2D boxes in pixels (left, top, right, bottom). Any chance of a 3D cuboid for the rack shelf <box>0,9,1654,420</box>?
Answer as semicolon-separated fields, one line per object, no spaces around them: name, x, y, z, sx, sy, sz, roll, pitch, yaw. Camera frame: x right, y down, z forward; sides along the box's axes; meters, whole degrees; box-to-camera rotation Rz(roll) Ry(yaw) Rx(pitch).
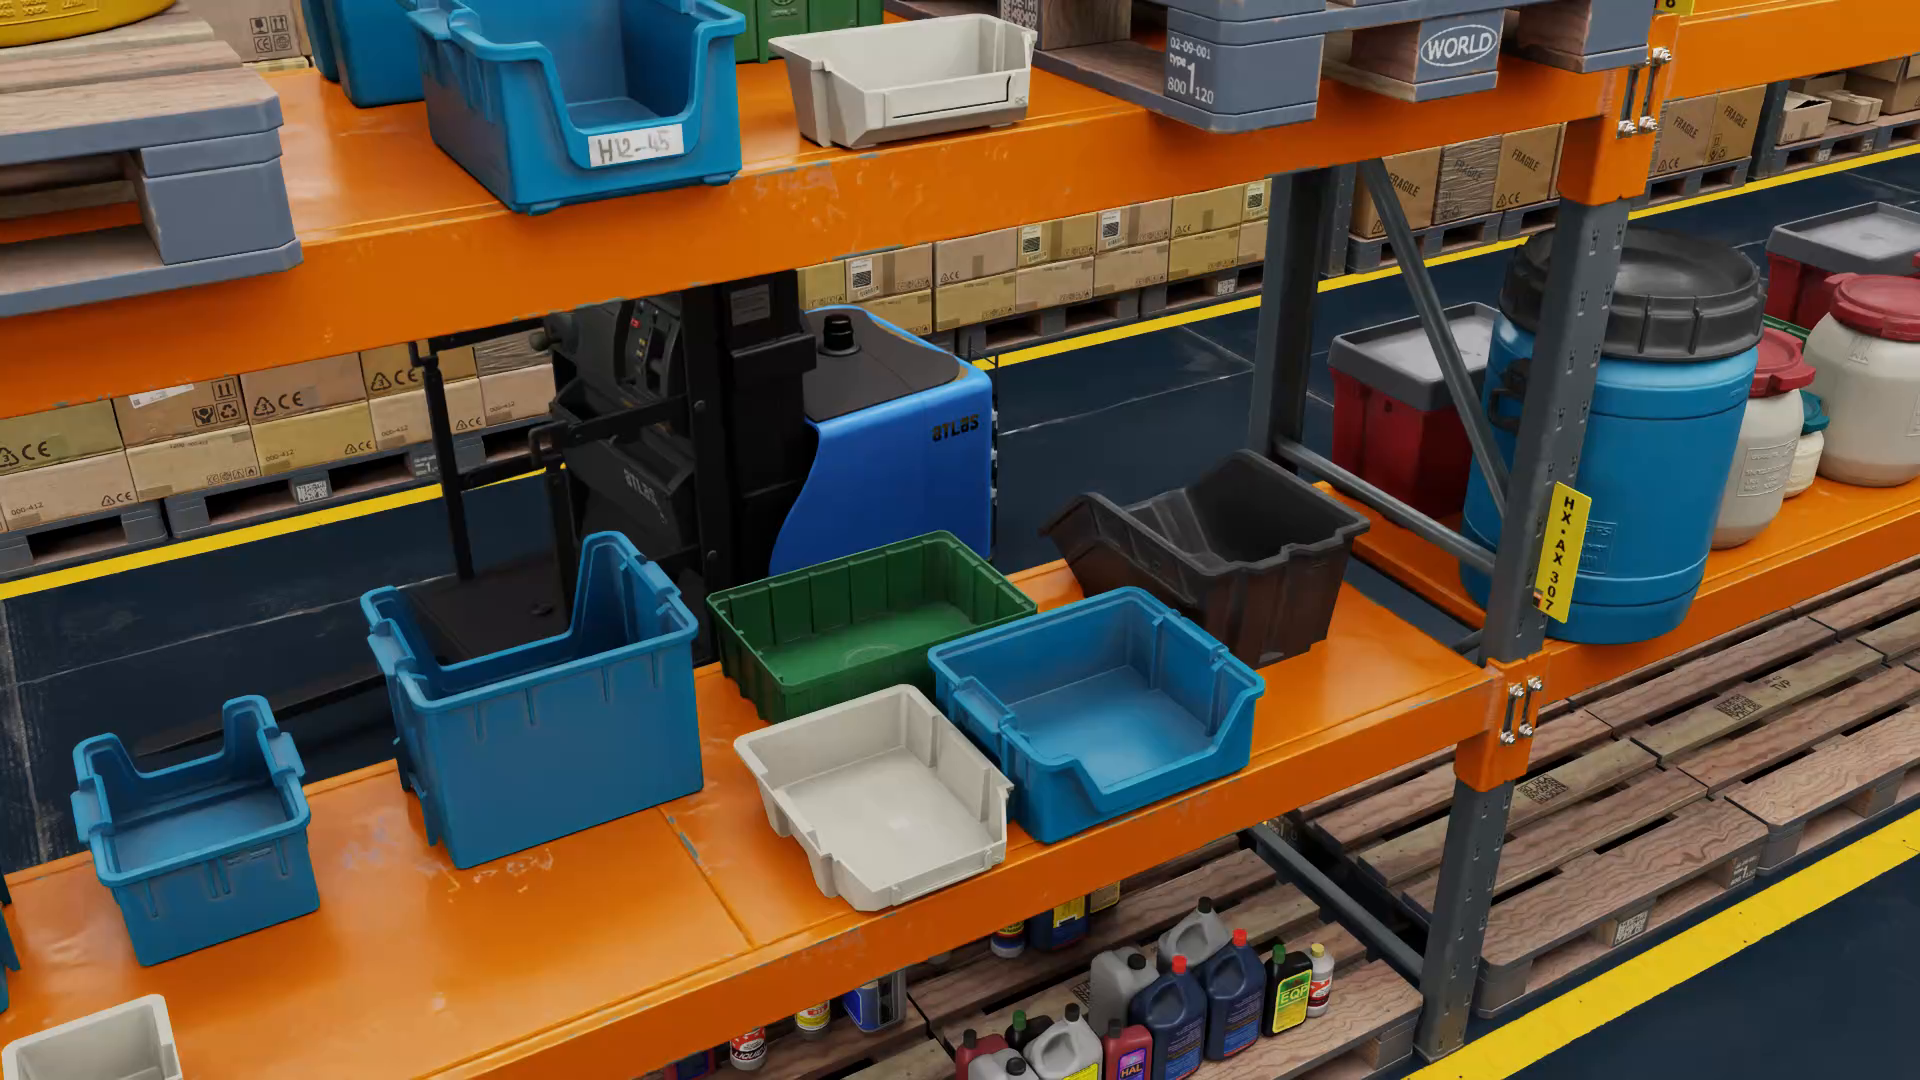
rack shelf;-0.619;-0.589;2.853;4.000;0.370;1.077;-16;33;-26

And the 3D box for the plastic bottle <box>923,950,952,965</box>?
plastic bottle;-0.072;1.044;4.622;0.097;0.271;0.097;0;29;0

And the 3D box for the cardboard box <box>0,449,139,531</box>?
cardboard box;-3.845;-0.308;7.115;0.500;0.250;0.500;-16;33;-26

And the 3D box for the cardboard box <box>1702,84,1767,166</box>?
cardboard box;5.216;-2.961;11.643;0.500;0.500;0.500;-16;33;-27

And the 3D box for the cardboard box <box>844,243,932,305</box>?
cardboard box;-0.484;-1.488;8.673;0.500;0.311;0.500;-16;33;-27

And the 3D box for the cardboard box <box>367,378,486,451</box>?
cardboard box;-2.550;-0.673;7.777;0.500;0.250;0.500;-16;33;-26

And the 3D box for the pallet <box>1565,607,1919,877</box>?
pallet;2.816;0.632;5.887;1.213;0.211;1.003;-16;33;-26

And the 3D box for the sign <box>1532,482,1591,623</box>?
sign;1.374;0.030;3.804;0.005;0.325;0.100;-16;33;-26

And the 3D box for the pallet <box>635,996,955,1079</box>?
pallet;-0.548;1.588;4.154;1.213;0.211;1.003;-16;33;-26

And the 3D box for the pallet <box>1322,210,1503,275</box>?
pallet;2.711;-2.070;10.782;1.213;0.211;1.003;-16;33;-26

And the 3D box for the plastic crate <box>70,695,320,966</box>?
plastic crate;-1.501;0.560;3.284;0.408;0.251;0.499;-16;33;-26

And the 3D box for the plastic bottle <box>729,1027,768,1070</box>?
plastic bottle;-0.552;1.262;4.299;0.097;0.201;0.097;0;29;0

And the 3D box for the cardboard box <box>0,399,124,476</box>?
cardboard box;-3.845;-0.636;6.932;0.500;0.500;0.500;-16;33;-26

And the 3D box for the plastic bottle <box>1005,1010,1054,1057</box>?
plastic bottle;0.178;1.284;4.176;0.133;0.283;0.061;-16;33;-26

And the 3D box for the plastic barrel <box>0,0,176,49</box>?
plastic barrel;-1.425;-1.013;2.247;0.600;0.588;0.600;0;29;0

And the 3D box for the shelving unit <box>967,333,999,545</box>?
shelving unit;0.007;-0.396;7.036;0.210;0.900;0.258;-16;33;-26

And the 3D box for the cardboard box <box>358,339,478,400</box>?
cardboard box;-2.556;-1.007;7.605;0.500;0.500;0.500;-16;33;-26

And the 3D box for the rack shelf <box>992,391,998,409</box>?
rack shelf;0.007;-0.603;6.922;0.200;0.077;0.258;-16;33;-26

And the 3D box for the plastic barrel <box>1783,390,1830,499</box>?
plastic barrel;2.324;-0.280;4.796;0.301;0.262;0.301;0;29;0

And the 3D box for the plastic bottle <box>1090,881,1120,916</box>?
plastic bottle;0.398;0.946;4.787;0.133;0.283;0.061;-16;33;-26

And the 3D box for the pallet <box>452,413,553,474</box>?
pallet;-2.108;-0.747;8.384;1.213;0.211;1.003;-16;33;-26

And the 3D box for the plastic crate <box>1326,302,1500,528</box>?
plastic crate;1.368;-0.354;4.721;0.583;0.464;0.402;-16;33;-26

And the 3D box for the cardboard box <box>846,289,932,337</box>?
cardboard box;-0.486;-1.245;8.812;0.500;0.250;0.500;-15;32;-25

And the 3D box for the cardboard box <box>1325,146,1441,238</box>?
cardboard box;2.585;-2.214;10.290;0.500;0.500;0.500;-14;32;-24

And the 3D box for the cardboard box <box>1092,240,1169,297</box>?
cardboard box;0.840;-1.624;9.499;0.500;0.250;0.500;-15;32;-25

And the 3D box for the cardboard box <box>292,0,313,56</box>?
cardboard box;-2.648;-2.399;7.046;0.500;0.500;0.700;-16;33;-26

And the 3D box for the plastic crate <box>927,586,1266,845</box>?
plastic crate;0.289;0.369;3.631;0.616;0.251;0.499;-16;33;-26

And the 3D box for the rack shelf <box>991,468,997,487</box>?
rack shelf;0.007;-0.288;7.096;0.200;0.077;0.258;-16;33;-26

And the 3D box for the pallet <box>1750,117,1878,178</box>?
pallet;6.089;-3.050;12.558;1.213;0.211;1.003;-16;33;-26

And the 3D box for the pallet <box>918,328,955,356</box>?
pallet;-0.786;-1.121;9.062;1.213;0.211;1.003;-16;33;-26

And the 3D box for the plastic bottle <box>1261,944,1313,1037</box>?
plastic bottle;0.858;1.171;4.379;0.133;0.283;0.061;-14;32;-24

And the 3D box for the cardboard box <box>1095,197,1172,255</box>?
cardboard box;0.839;-1.866;9.358;0.500;0.311;0.500;-16;33;-27

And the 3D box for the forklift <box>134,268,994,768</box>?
forklift;-1.346;-0.711;5.506;3.031;2.935;1.130;-20;35;-32

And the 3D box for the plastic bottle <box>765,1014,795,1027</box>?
plastic bottle;-0.491;1.107;4.425;0.185;0.351;0.144;-14;32;-24

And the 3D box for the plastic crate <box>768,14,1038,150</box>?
plastic crate;-0.074;-0.717;2.613;0.396;0.136;0.243;-16;33;-26

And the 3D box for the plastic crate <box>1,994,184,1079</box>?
plastic crate;-1.409;0.929;2.735;0.250;0.136;0.298;-16;33;-26

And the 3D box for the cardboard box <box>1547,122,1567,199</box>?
cardboard box;3.916;-2.596;10.980;0.500;0.500;0.500;-17;33;-28

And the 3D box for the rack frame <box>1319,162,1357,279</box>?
rack frame;2.048;-3.124;9.806;0.127;3.000;1.000;-16;33;-26

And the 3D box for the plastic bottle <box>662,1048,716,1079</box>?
plastic bottle;-0.697;1.257;4.223;0.133;0.283;0.061;-16;33;-26

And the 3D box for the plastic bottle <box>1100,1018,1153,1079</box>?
plastic bottle;0.411;1.298;4.149;0.133;0.283;0.061;-14;32;-23
